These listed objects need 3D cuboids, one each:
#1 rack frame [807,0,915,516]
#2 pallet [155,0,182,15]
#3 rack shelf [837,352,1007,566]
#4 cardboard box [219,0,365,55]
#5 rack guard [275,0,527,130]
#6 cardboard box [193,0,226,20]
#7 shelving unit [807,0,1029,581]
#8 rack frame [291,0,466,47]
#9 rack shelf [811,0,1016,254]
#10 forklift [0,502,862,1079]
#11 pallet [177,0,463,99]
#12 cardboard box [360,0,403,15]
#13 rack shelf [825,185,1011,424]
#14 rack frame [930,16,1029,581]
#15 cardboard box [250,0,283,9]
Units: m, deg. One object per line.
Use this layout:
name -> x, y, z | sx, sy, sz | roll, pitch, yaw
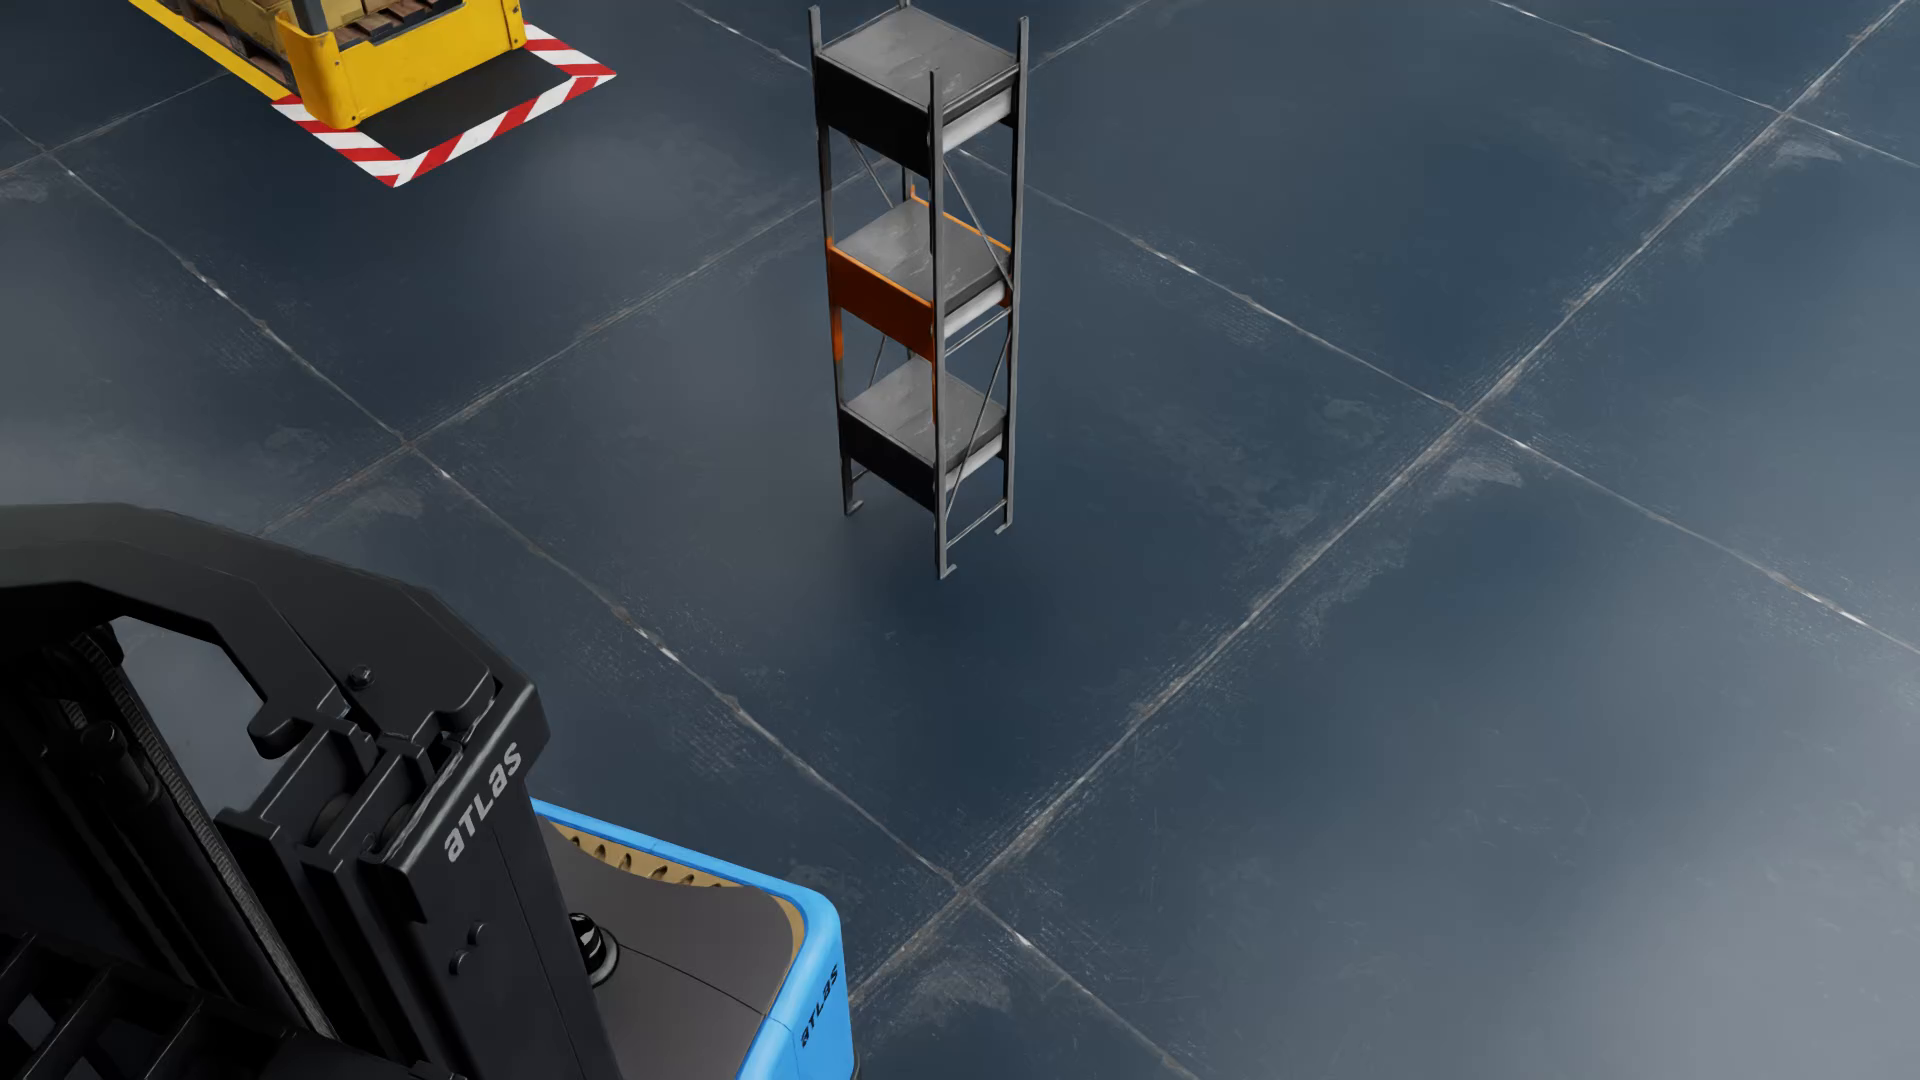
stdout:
rack frame -> -0.301, -0.921, 5.675 | 0.015, 2.100, 0.400 | 34, 55, 28
pallet -> -4.262, -3.426, 9.322 | 1.213, 0.211, 1.003 | 34, 55, 28
rack shelf -> -0.122, -0.312, 6.082 | 0.480, 0.518, 0.431 | 34, 55, 28
cardboard box -> -3.374, -2.731, 8.355 | 0.500, 0.250, 0.500 | 34, 55, 28
rack guard -> -2.762, -2.554, 8.305 | 0.348, 0.500, 1.175 | 34, 55, 28
cardboard box -> -3.750, -2.972, 8.581 | 0.500, 0.250, 0.500 | 34, 55, 28
shelving unit -> -0.122, -0.801, 5.561 | 0.503, 2.100, 0.431 | 34, 55, 28
rack frame -> -2.779, -3.422, 7.405 | 0.127, 3.000, 1.000 | 34, 55, 28
rack shelf -> -0.122, -1.270, 5.061 | 0.480, 0.518, 0.431 | 34, 55, 28
forklift -> -1.257, 1.480, 2.850 | 1.130, 2.935, 3.031 | 15, 49, 14
pallet -> -3.370, -2.823, 8.756 | 1.213, 0.211, 1.003 | 34, 55, 28
cardboard box -> -3.023, -3.009, 8.615 | 0.500, 0.250, 0.500 | 34, 55, 28
rack shelf -> -0.122, -0.791, 5.571 | 0.480, 0.518, 0.431 | 34, 55, 28
rack frame -> 0.058, -0.680, 5.448 | 0.015, 2.100, 0.400 | 34, 55, 28
cardboard box -> -3.375, -2.987, 8.080 | 0.500, 0.500, 0.500 | 34, 55, 28
